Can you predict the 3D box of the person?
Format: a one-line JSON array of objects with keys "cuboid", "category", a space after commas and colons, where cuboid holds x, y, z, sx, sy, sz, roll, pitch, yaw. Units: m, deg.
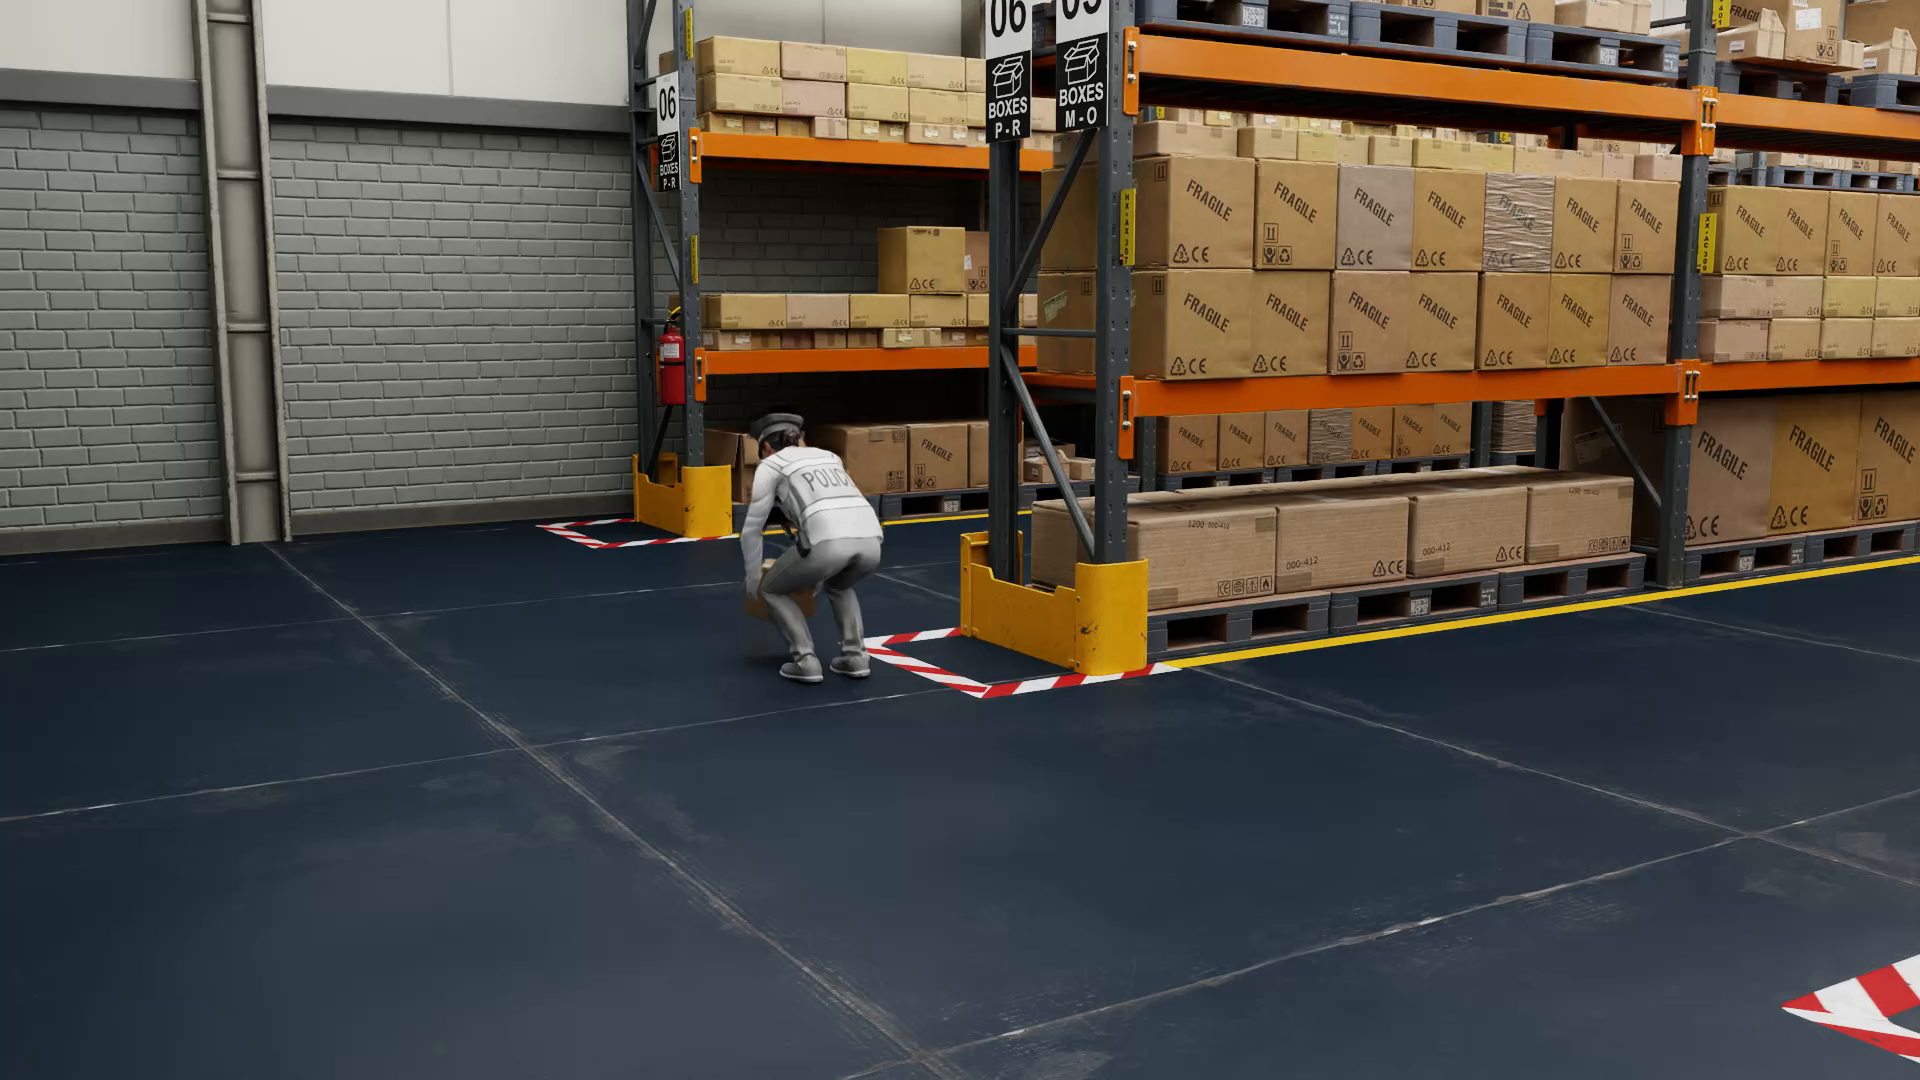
[{"cuboid": [-0.680, 0.029, 7.396, 0.520, 1.163, 0.796, -5, 10, -31], "category": "person"}]
